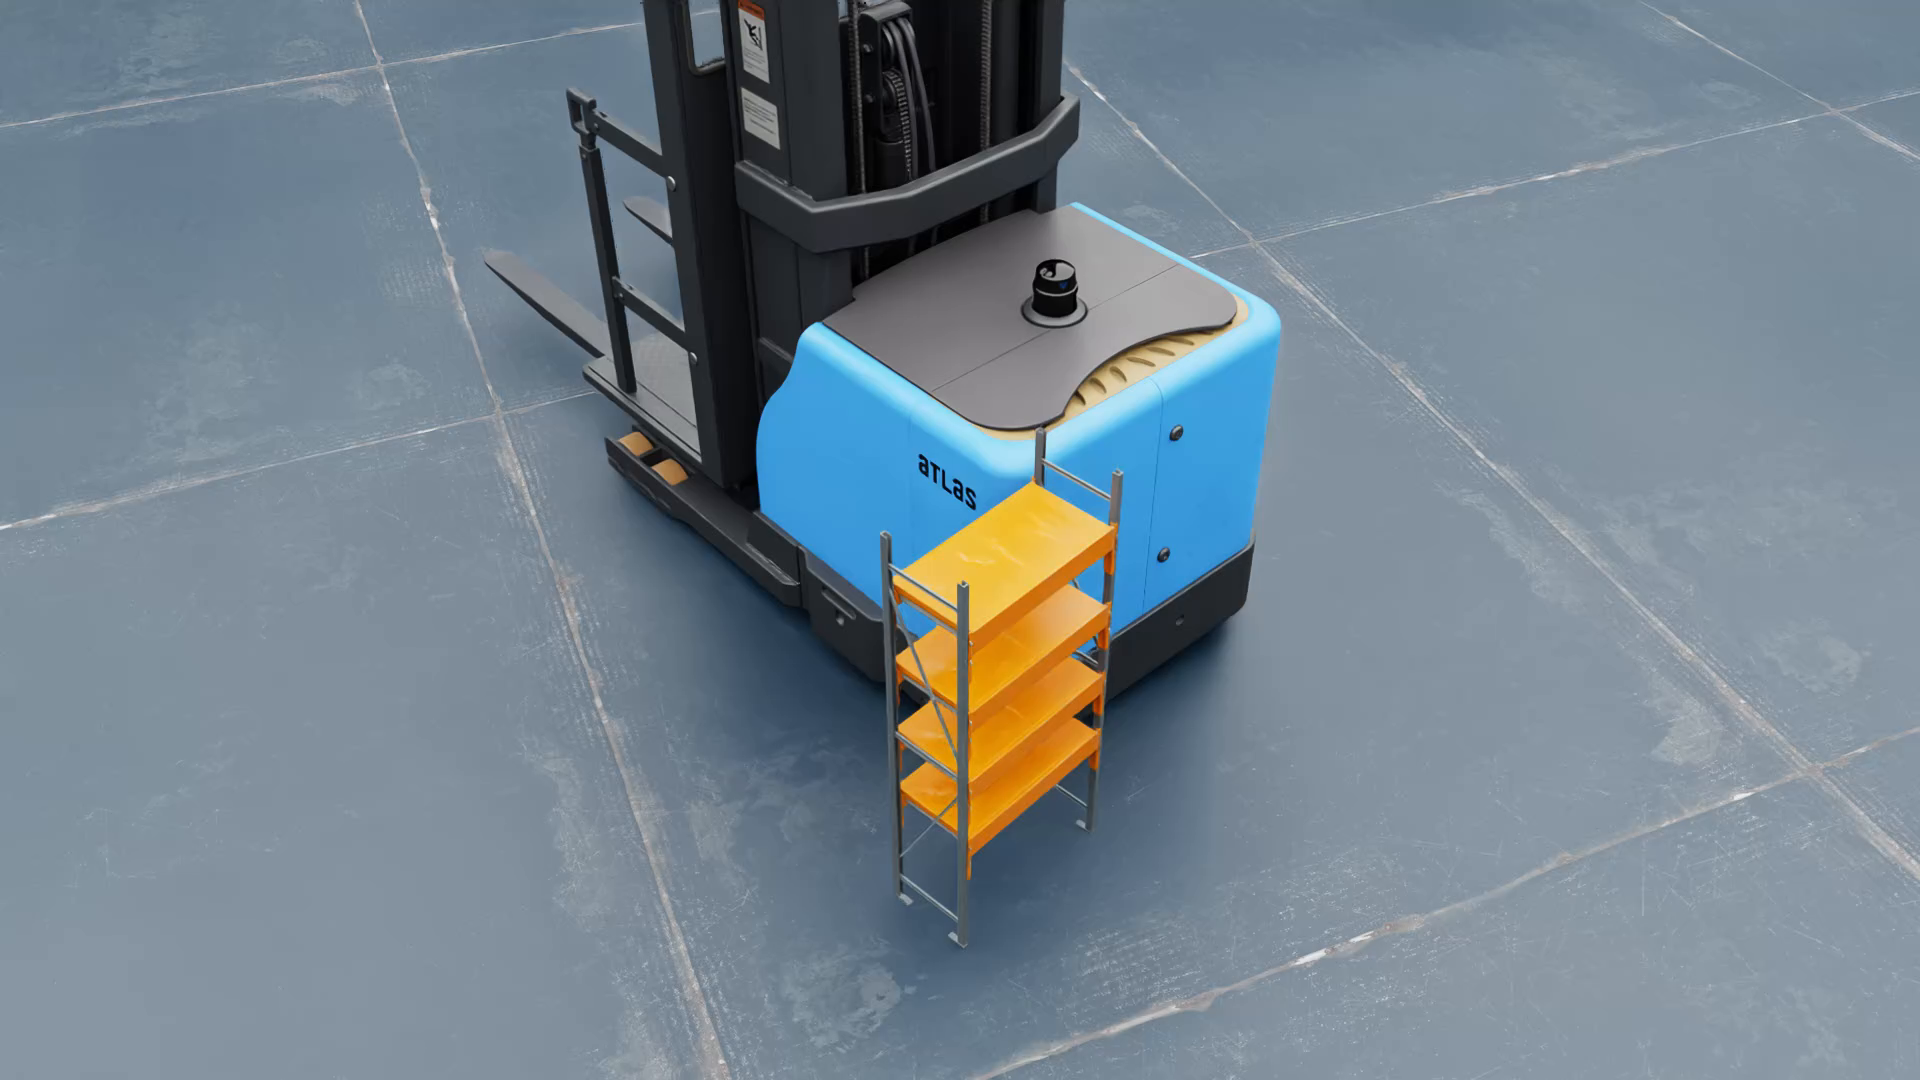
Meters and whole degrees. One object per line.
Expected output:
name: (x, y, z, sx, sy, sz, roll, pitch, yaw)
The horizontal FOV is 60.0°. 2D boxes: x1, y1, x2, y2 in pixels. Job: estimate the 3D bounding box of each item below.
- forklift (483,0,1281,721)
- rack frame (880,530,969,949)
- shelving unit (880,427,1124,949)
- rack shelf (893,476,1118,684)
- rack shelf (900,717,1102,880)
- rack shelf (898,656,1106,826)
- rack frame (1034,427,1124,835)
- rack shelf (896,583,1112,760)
forklift: (-0.503, -1.401, 4.631, 1.130, 2.935, 3.031, -30, 49, -30)
rack frame: (-0.073, 0.492, 3.758, 0.240, 1.200, 0.015, 31, 50, 31)
shelving unit: (0.094, 0.376, 3.893, 0.258, 1.200, 0.503, 31, 50, 31)
rack shelf: (0.094, 0.078, 3.637, 0.258, 0.148, 0.480, 31, 50, 31)
rack shelf: (0.094, 0.577, 4.066, 0.258, 0.148, 0.480, 31, 50, 31)
rack shelf: (0.094, 0.427, 3.937, 0.258, 0.148, 0.480, 31, 50, 31)
rack frame: (0.260, 0.260, 4.028, 0.240, 1.200, 0.015, 31, 50, 31)
rack shelf: (0.094, 0.257, 3.791, 0.258, 0.148, 0.480, 31, 50, 31)
